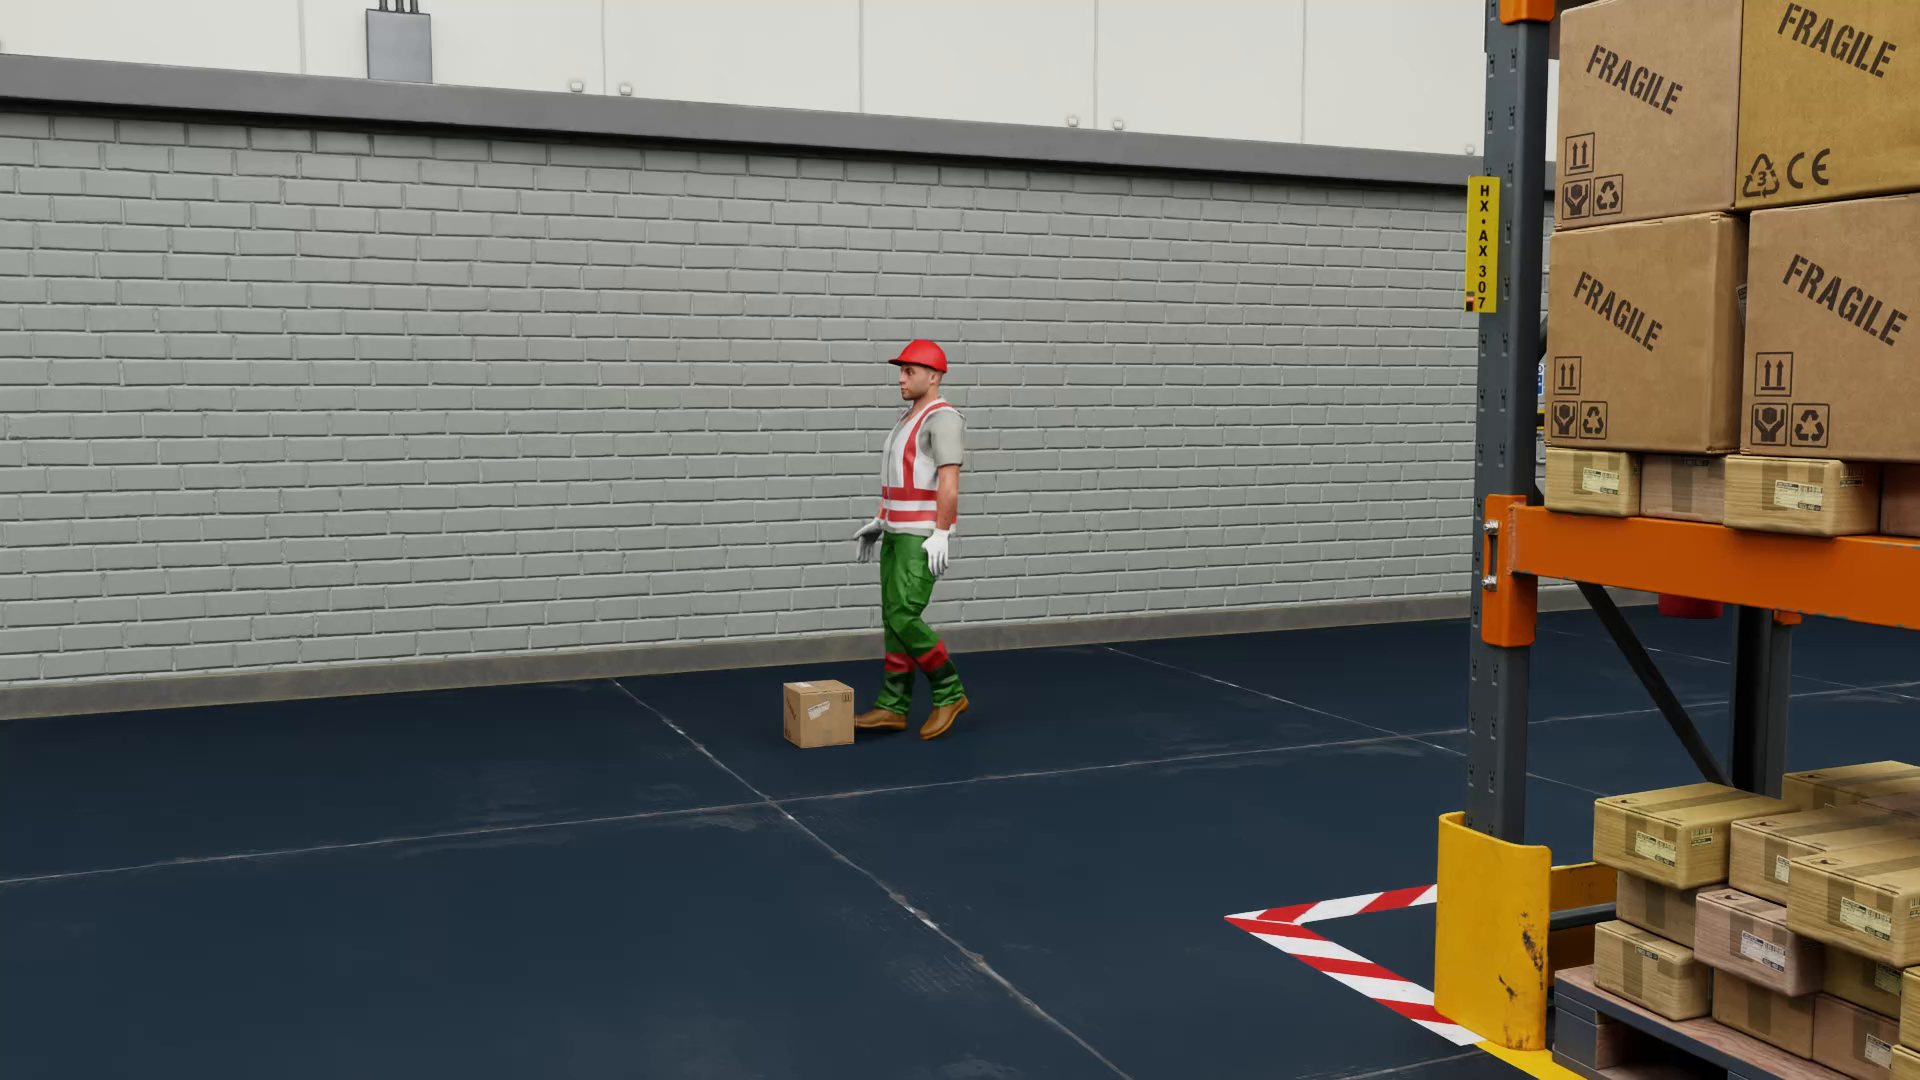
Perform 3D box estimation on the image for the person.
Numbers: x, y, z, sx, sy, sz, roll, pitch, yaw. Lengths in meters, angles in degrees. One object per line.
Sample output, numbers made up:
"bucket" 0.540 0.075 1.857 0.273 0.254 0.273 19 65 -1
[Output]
"person" -0.256 -0.008 7.565 0.532 1.800 0.550 -2 6 -23
